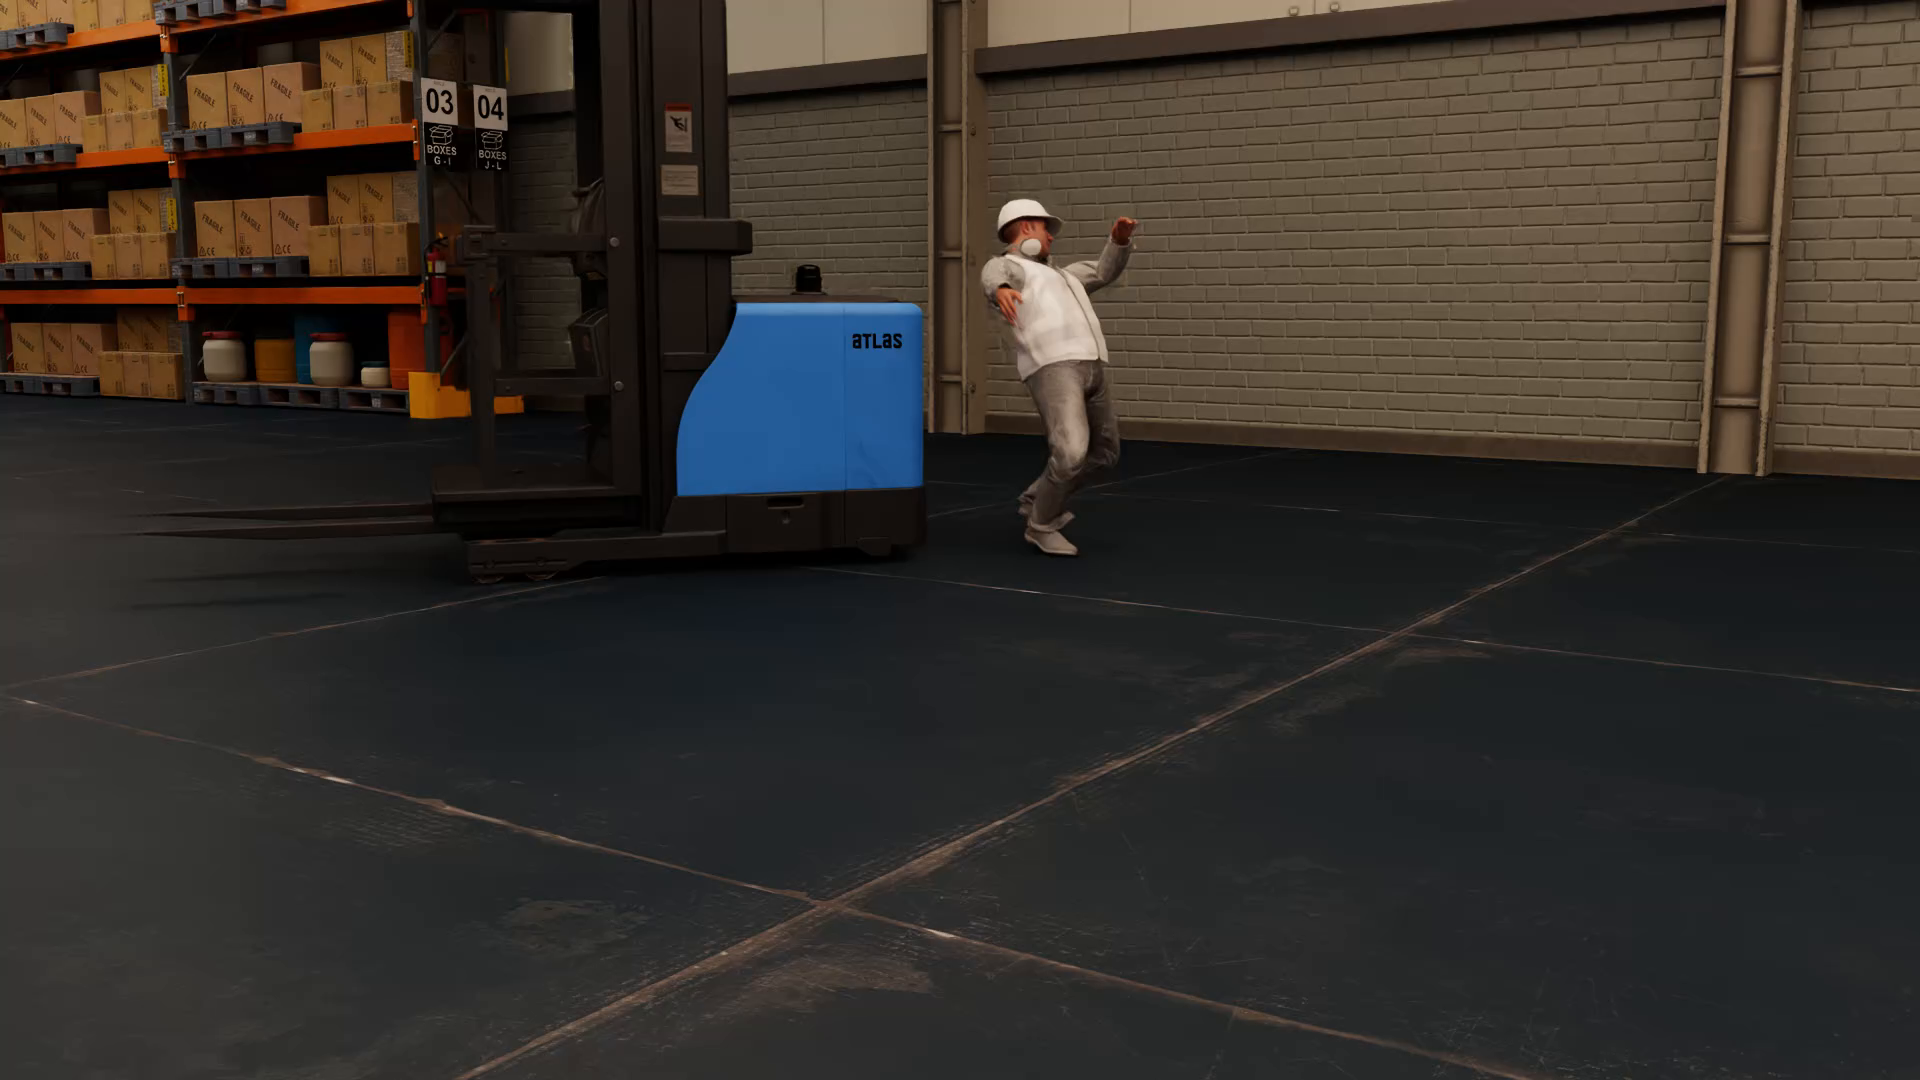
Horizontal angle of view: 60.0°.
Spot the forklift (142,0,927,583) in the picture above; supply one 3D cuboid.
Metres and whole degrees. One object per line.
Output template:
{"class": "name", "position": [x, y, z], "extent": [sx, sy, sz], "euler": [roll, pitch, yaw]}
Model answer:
{"class": "forklift", "position": [-1.716, -1.367, 6.805], "extent": [3.031, 2.935, 1.130], "euler": [-3, 9, -18]}

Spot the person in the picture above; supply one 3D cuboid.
{"class": "person", "position": [0.366, -0.699, 7.122], "extent": [0.730, 1.540, 1.024], "euler": [4, 9, 27]}
